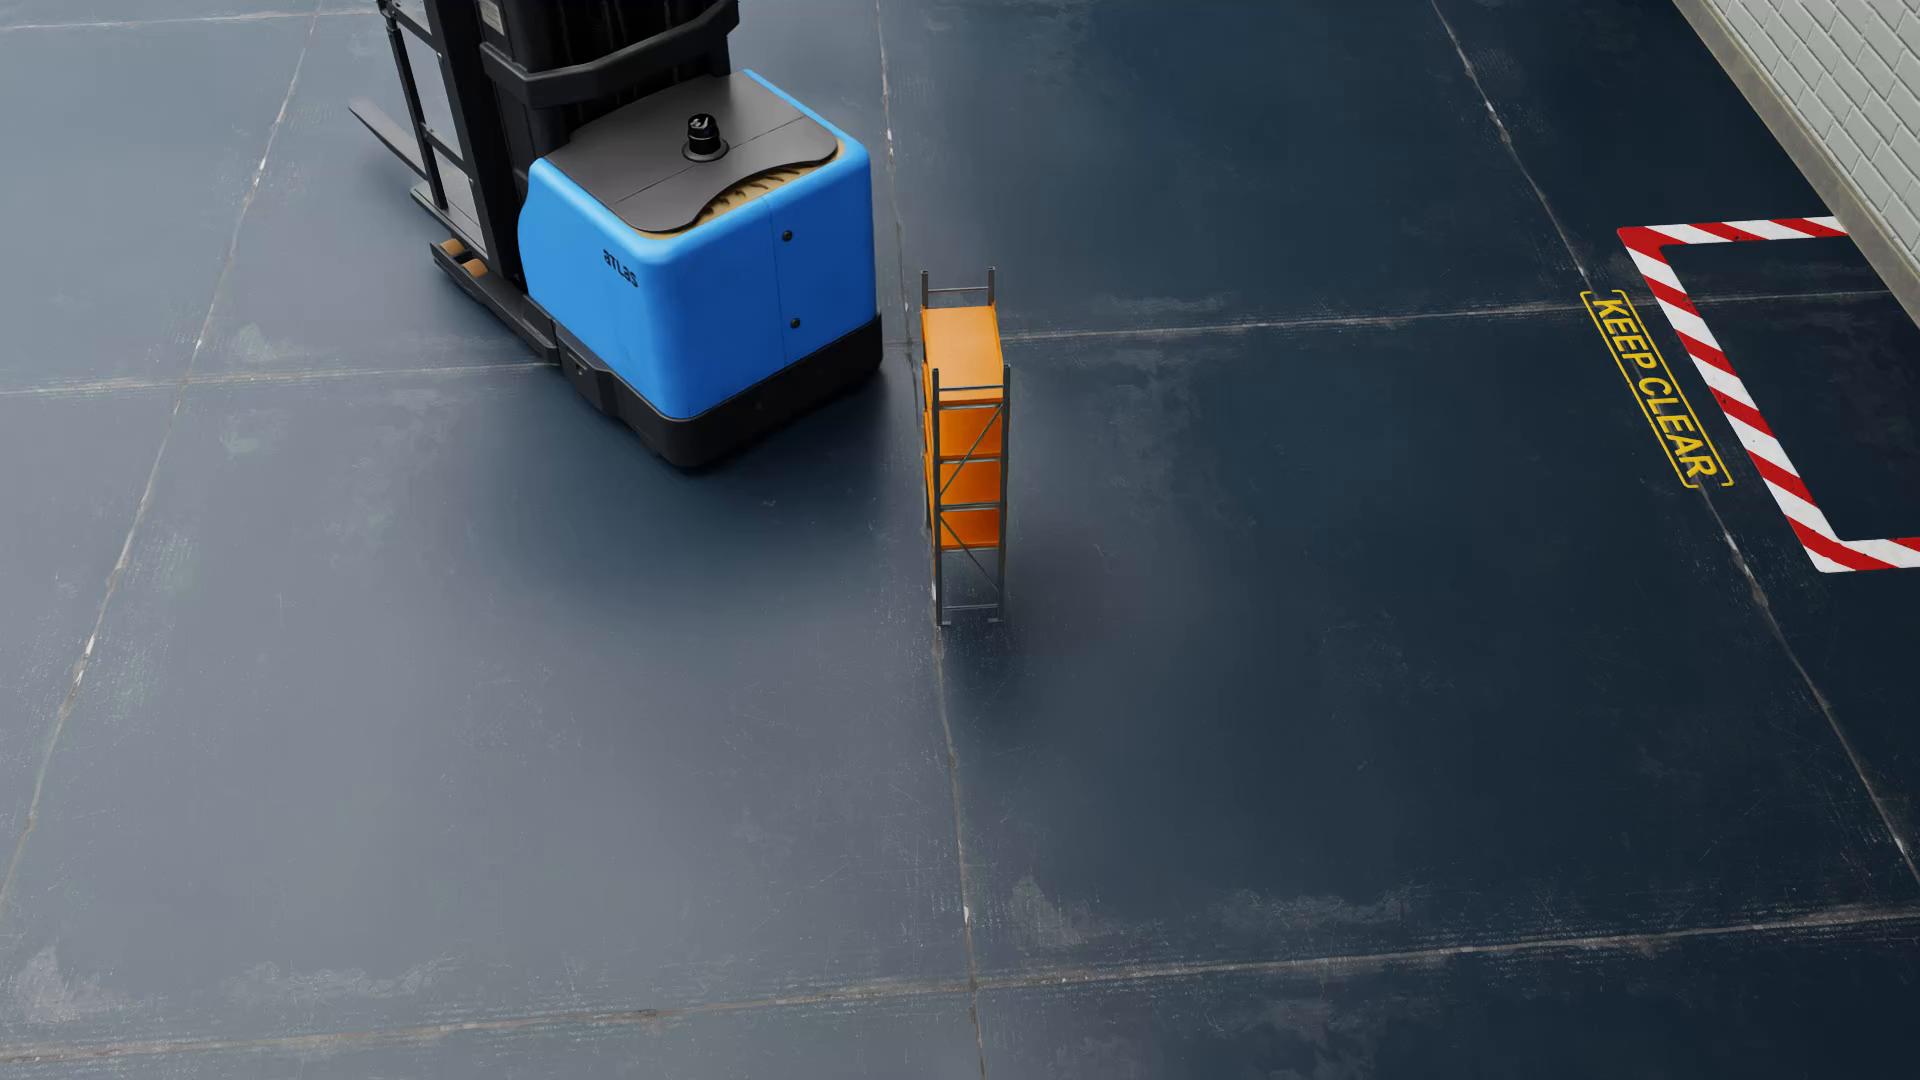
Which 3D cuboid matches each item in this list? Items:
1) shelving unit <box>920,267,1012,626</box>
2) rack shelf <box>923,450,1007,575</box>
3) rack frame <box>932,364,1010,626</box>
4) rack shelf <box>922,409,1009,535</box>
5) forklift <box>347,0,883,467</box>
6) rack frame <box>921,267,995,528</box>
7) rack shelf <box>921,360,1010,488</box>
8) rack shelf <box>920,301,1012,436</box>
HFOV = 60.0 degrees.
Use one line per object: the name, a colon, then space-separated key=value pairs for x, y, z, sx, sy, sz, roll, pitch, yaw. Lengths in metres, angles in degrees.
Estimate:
shelving unit: x=0.014 y=-0.293 z=5.701 sx=0.258 sy=1.200 sz=0.503 roll=-3 pitch=47 yaw=-3
rack shelf: x=0.014 y=-0.110 z=5.894 sx=0.258 sy=0.148 sz=0.480 roll=-3 pitch=47 yaw=-3
rack frame: x=0.034 y=-0.116 z=5.534 sx=0.240 sy=1.200 sz=0.015 roll=-3 pitch=47 yaw=-3
rack shelf: x=0.014 y=-0.247 z=5.750 sx=0.258 sy=0.148 sz=0.480 roll=-3 pitch=47 yaw=-3
forklift: x=-1.669 y=-2.282 z=6.393 sx=1.130 sy=2.935 sz=3.031 roll=-33 pitch=55 yaw=-27
rack frame: x=-0.007 y=-0.469 z=5.868 sx=0.240 sy=1.200 sz=0.015 roll=-3 pitch=47 yaw=-3
rack shelf: x=0.014 y=-0.400 z=5.587 sx=0.258 sy=0.148 sz=0.480 roll=-3 pitch=47 yaw=-3
rack shelf: x=0.014 y=-0.563 z=5.416 sx=0.258 sy=0.148 sz=0.480 roll=-3 pitch=47 yaw=-3
